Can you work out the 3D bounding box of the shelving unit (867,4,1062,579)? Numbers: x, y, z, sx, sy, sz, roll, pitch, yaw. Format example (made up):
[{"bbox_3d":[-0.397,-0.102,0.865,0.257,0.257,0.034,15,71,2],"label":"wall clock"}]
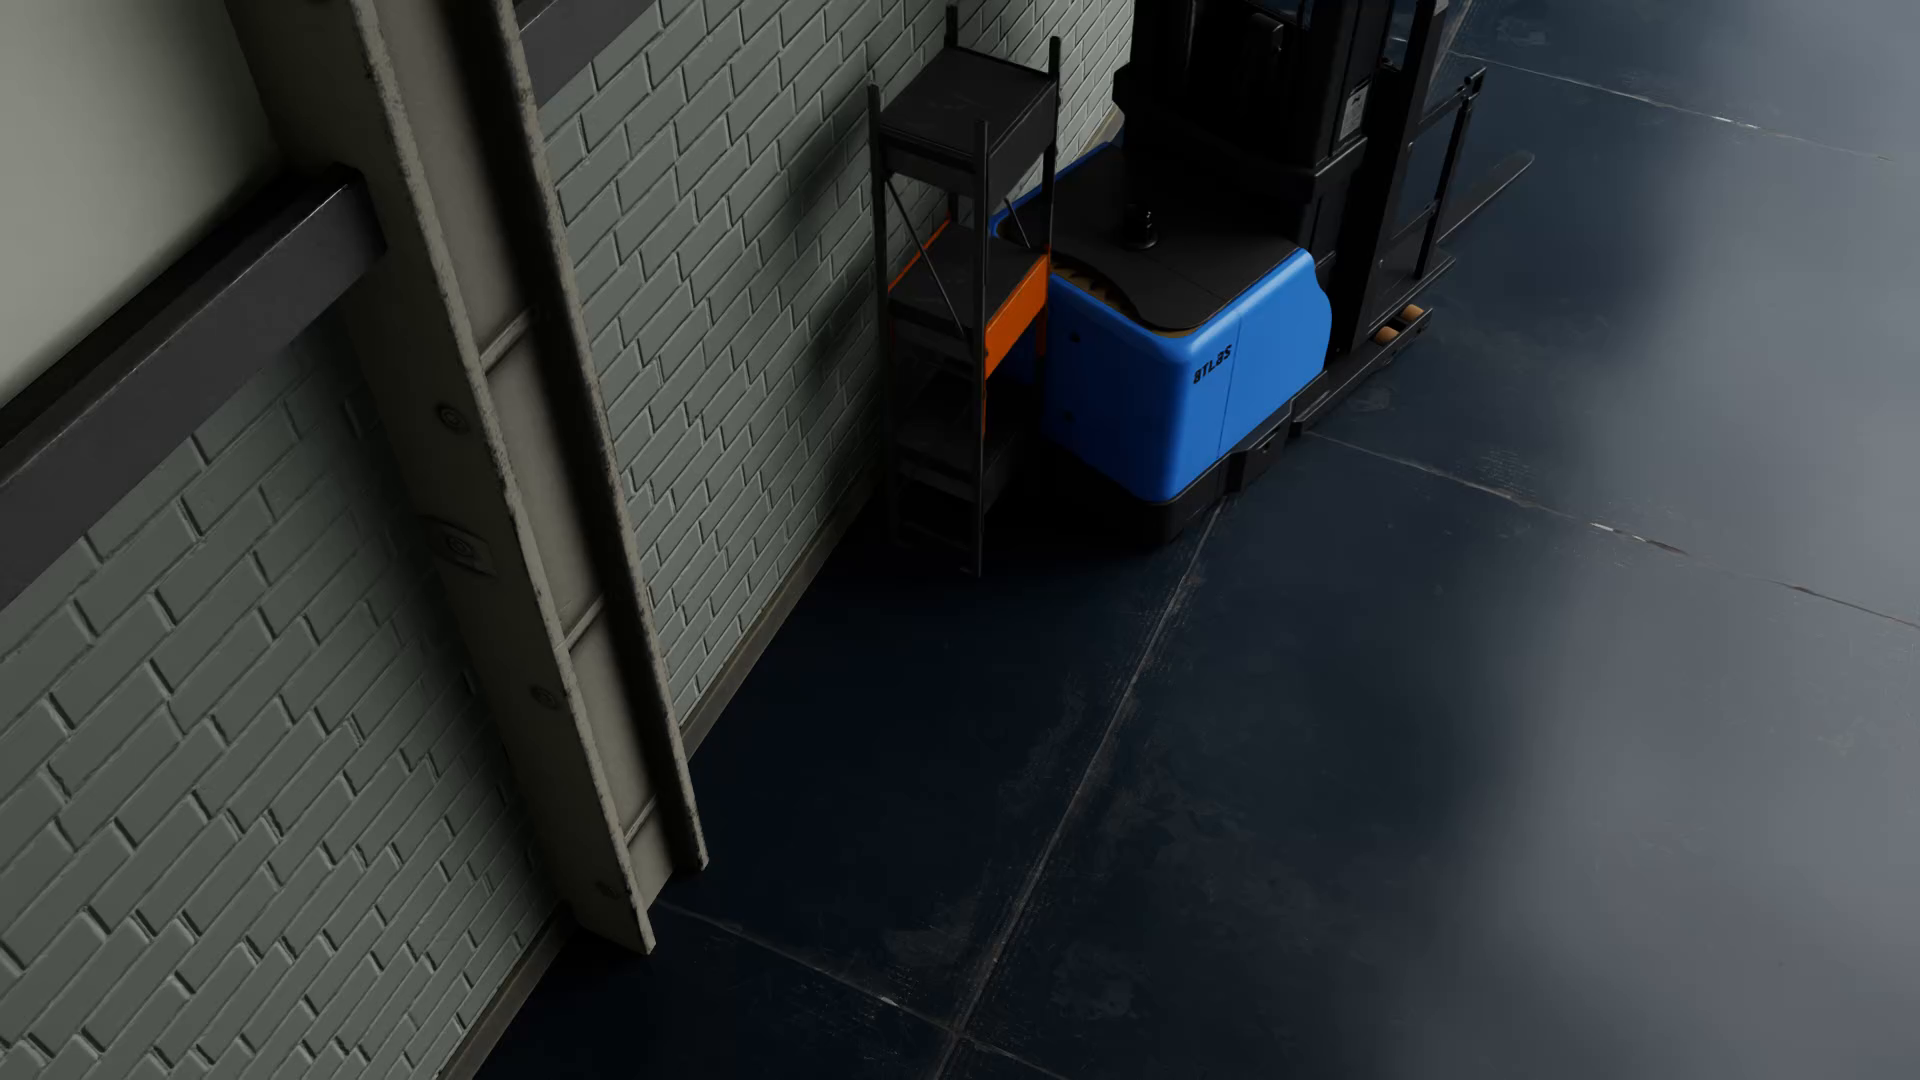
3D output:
[{"bbox_3d":[0.018,-0.771,5.842,0.431,2.100,0.503,23,53,18],"label":"shelving unit"}]

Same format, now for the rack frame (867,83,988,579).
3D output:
[{"bbox_3d":[-0.099,-0.608,5.703,0.400,2.100,0.015,23,53,18],"label":"rack frame"}]

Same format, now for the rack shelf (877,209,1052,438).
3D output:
[{"bbox_3d":[0.018,-0.762,5.853,0.431,0.518,0.480,23,53,18],"label":"rack shelf"}]

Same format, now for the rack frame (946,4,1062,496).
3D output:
[{"bbox_3d":[0.135,-0.934,5.981,0.400,2.100,0.015,23,53,18],"label":"rack frame"}]

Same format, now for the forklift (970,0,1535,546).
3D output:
[{"bbox_3d":[1.413,-1.953,6.303,1.130,2.935,3.031,36,58,27],"label":"forklift"}]

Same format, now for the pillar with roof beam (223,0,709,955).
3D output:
[{"bbox_3d":[2.821,-0.347,0.952,9.100,9.000,0.400,20,52,16],"label":"pillar with roof beam"}]

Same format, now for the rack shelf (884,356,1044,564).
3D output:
[{"bbox_3d":[0.018,-0.308,6.386,0.431,0.518,0.480,23,53,18],"label":"rack shelf"}]

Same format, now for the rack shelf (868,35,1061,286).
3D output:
[{"bbox_3d":[0.018,-1.216,5.320,0.431,0.518,0.480,23,53,18],"label":"rack shelf"}]
